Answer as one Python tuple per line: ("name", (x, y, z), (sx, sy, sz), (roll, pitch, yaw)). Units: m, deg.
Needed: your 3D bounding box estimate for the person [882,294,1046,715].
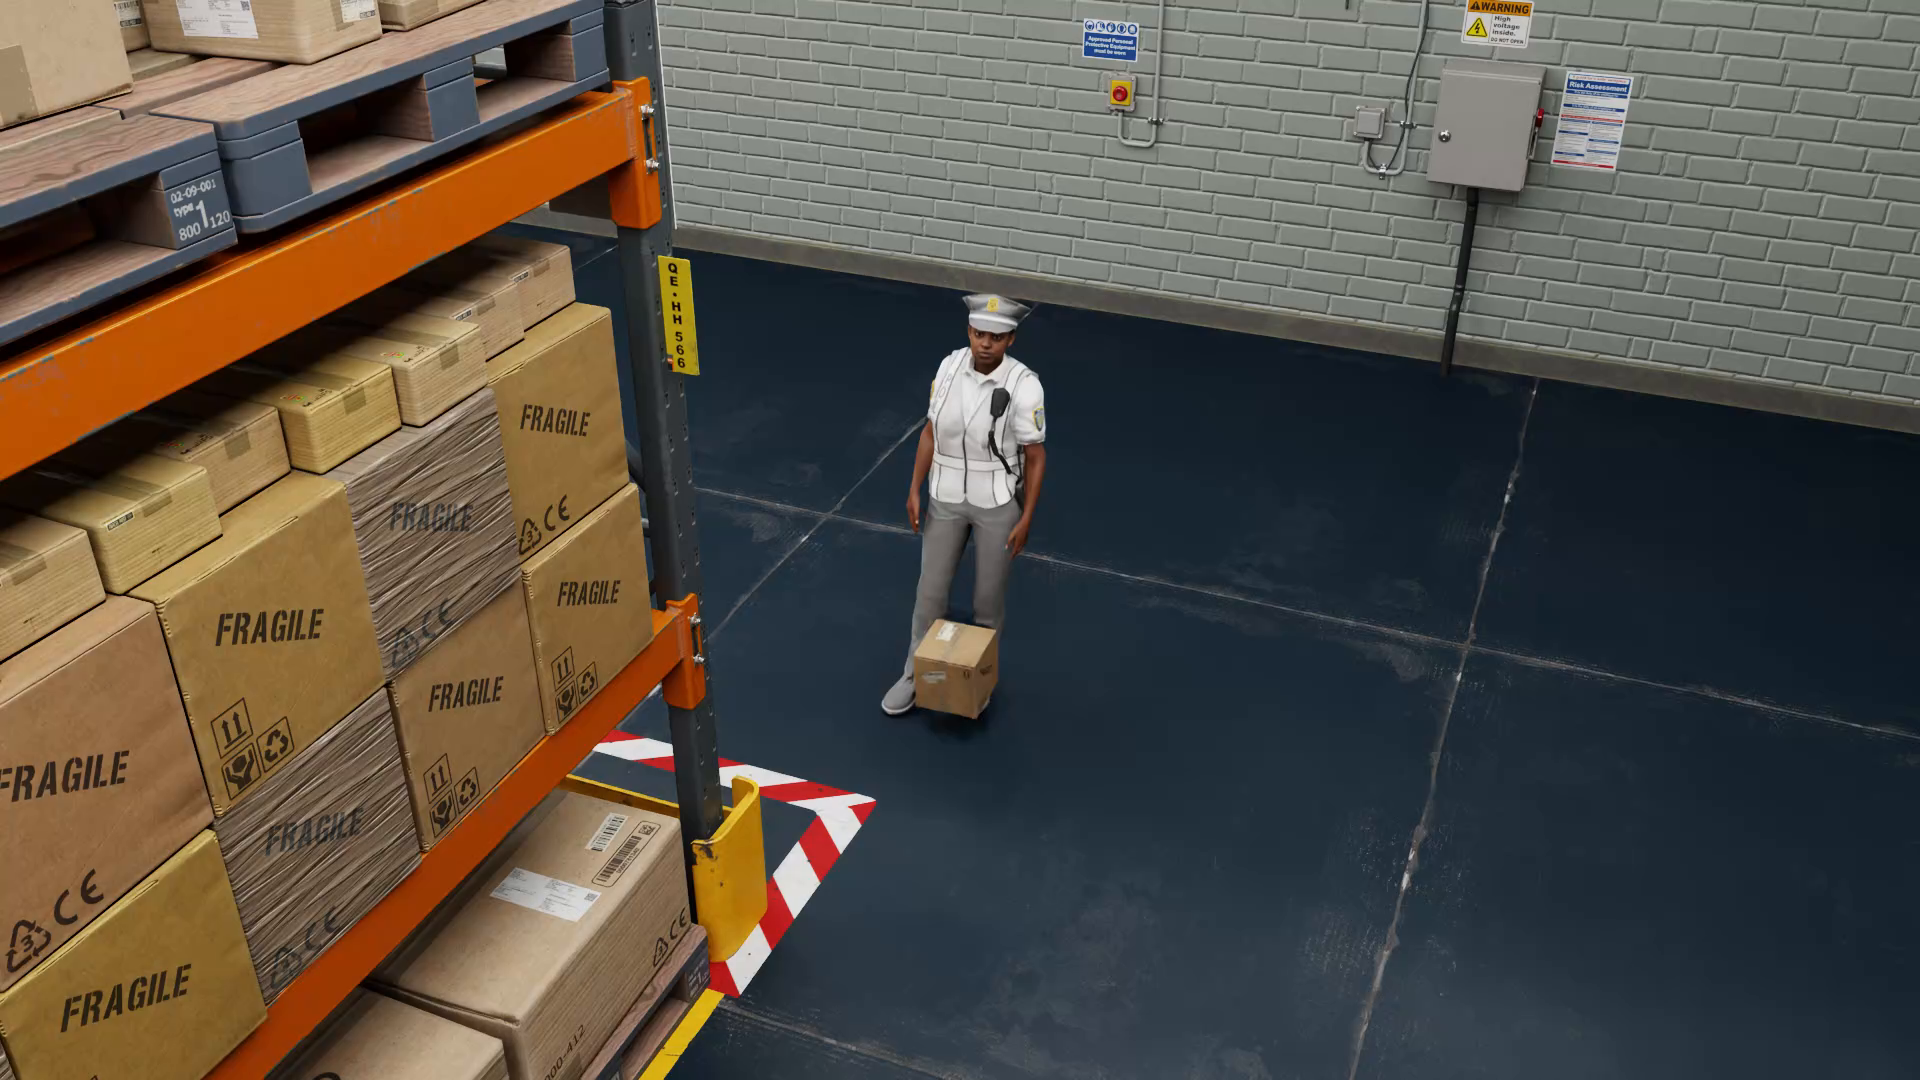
("person", (0.024, -0.118, 6.281), (0.558, 1.697, 0.530), (11, 32, 19))
